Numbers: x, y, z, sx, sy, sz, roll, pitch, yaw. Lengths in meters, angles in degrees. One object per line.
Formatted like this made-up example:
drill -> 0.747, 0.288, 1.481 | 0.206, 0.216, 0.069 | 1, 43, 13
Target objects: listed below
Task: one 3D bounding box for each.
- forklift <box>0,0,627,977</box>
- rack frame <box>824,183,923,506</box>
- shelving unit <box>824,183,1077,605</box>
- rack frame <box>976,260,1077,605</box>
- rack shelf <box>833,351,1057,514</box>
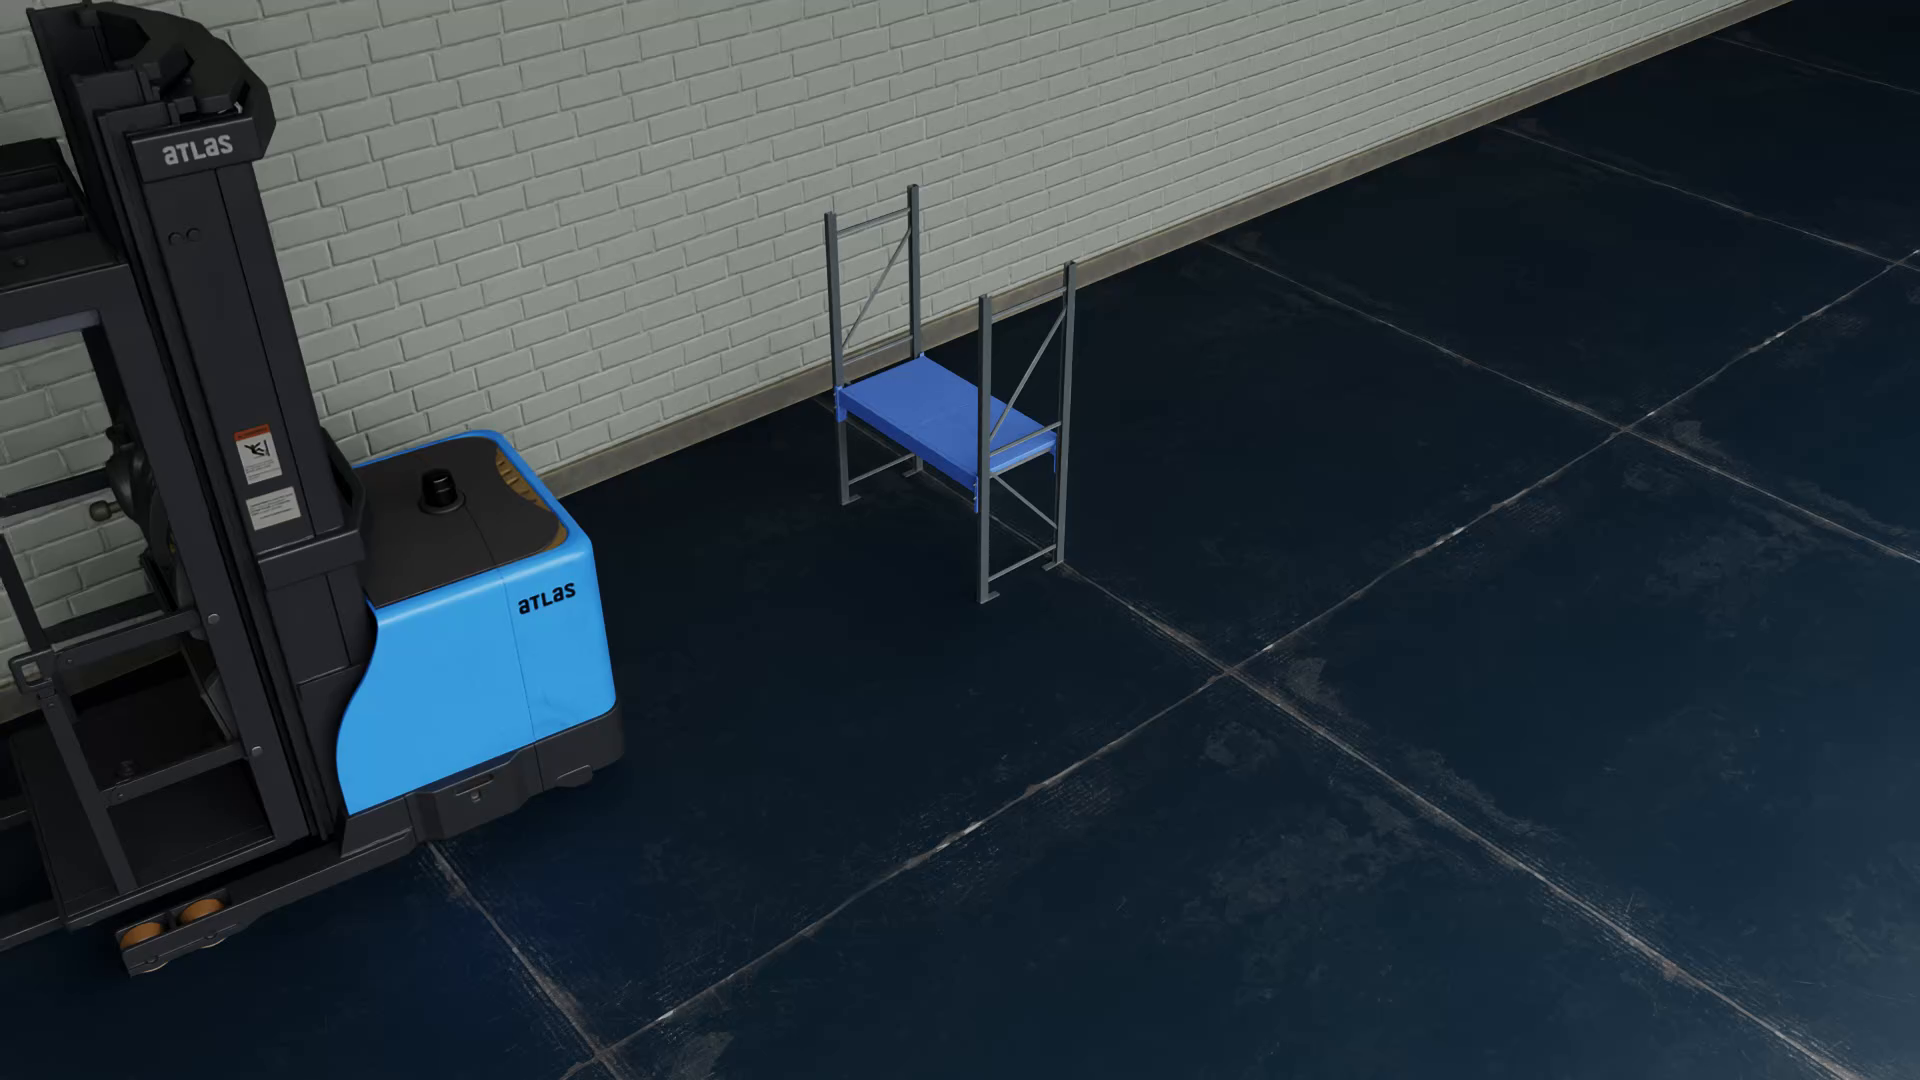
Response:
forklift -> -2.807, -0.074, 5.318 | 3.031, 2.935, 1.130 | -21, 40, -27
rack frame -> -0.383, -0.874, 7.687 | 0.500, 1.500, 0.032 | -26, 43, -32
shelving unit -> -0.055, -0.650, 7.370 | 0.538, 1.500, 1.048 | -26, 43, -32
rack frame -> 0.273, -0.425, 7.053 | 0.500, 1.500, 0.032 | -26, 43, -32
rack shelf -> -0.055, -0.503, 7.474 | 0.538, 0.185, 1.000 | -26, 43, -32
